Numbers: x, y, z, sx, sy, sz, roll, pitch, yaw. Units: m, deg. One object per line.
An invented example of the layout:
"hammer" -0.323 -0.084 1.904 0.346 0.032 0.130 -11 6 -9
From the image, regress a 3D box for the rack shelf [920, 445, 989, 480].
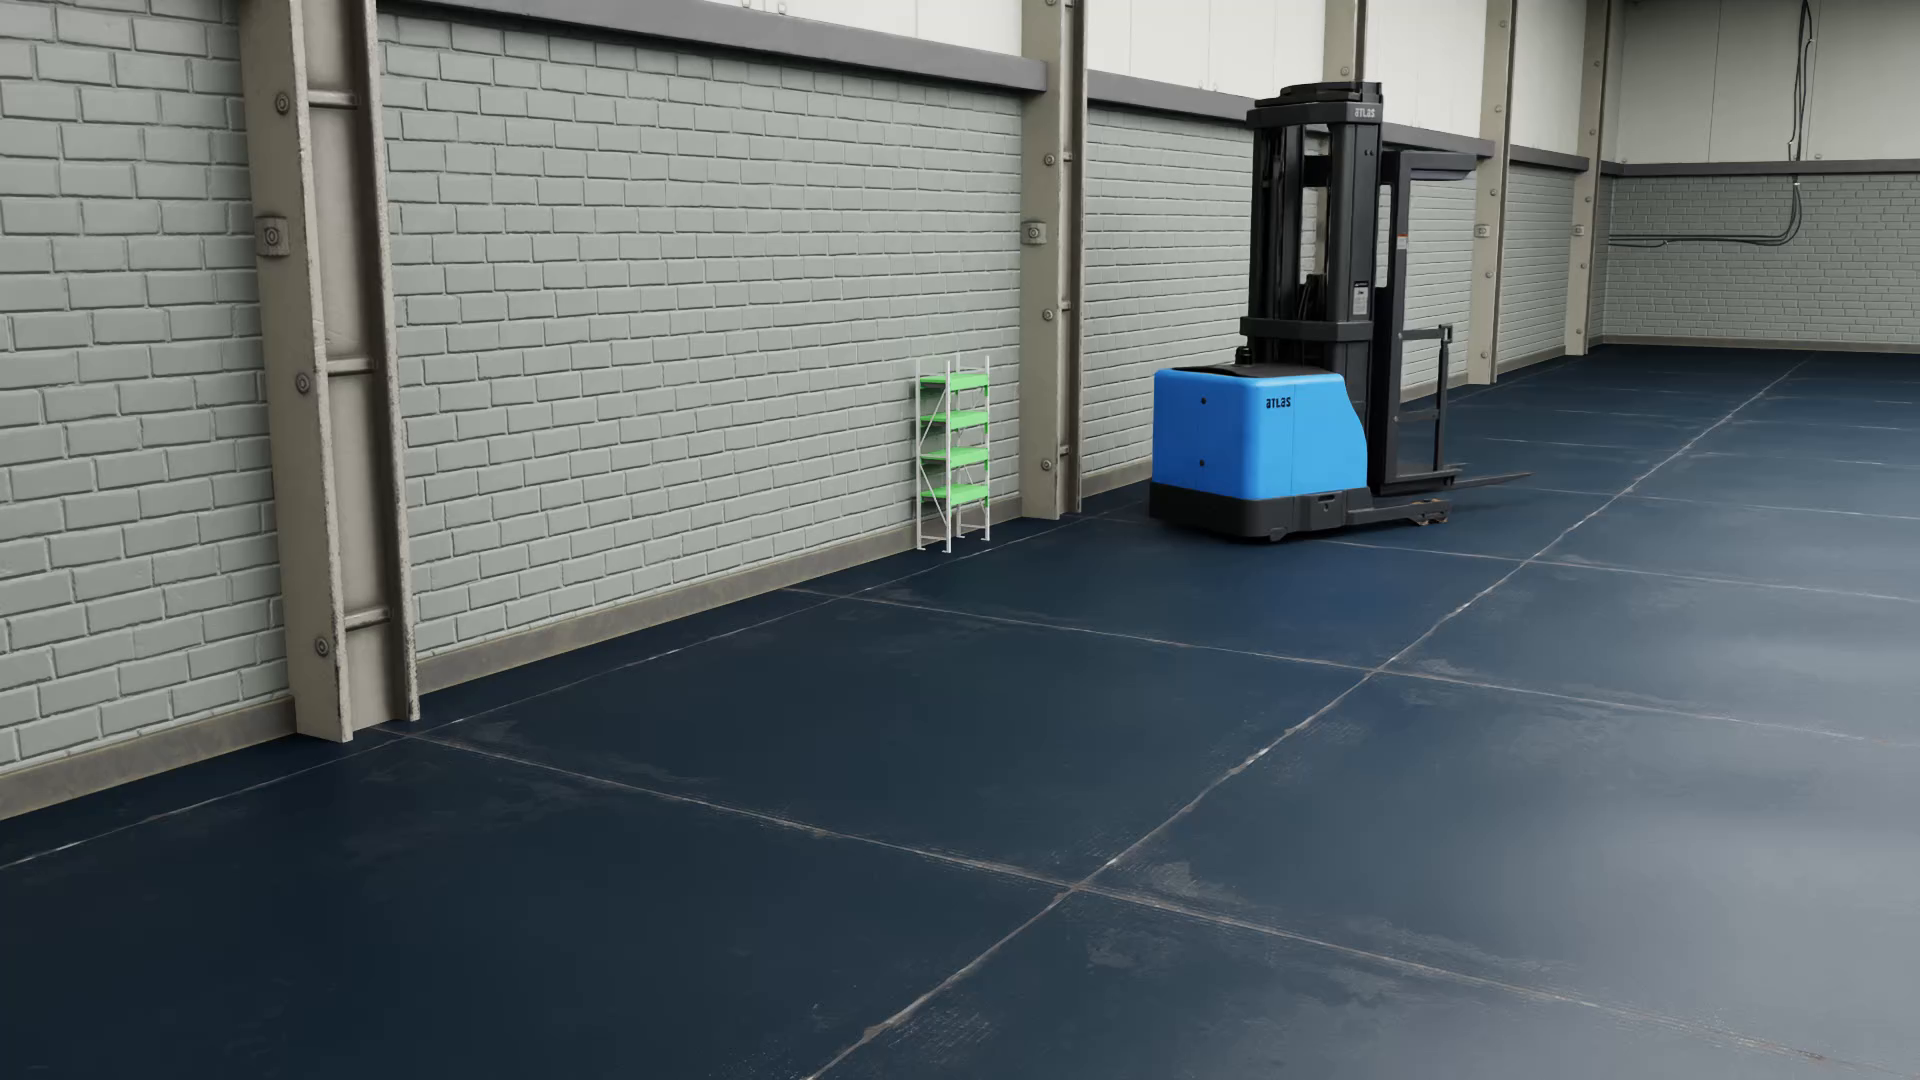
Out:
"rack shelf" -0.043 -0.497 10.607 0.258 0.148 0.480 6 12 30

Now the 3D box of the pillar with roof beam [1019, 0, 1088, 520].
"pillar with roof beam" 4.320 -4.199 8.841 9.100 9.000 0.400 6 12 31

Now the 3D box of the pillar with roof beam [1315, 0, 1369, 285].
"pillar with roof beam" 7.435 -5.142 13.881 9.100 9.000 0.400 6 12 31

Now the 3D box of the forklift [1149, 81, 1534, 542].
"forklift" 2.801 -1.613 11.520 3.031 2.935 1.130 -7 13 -33

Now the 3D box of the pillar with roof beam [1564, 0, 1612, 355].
"pillar with roof beam" 13.666 -7.029 23.962 9.100 9.000 0.400 6 12 31

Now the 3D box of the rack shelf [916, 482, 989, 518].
"rack shelf" -0.042 -0.261 10.650 0.258 0.148 0.480 6 12 30

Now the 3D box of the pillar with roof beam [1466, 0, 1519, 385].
"pillar with roof beam" 10.550 -6.086 18.922 9.100 9.000 0.400 6 12 31

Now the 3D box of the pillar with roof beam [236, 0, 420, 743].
"pillar with roof beam" 1.205 -3.255 3.801 9.100 9.000 0.400 6 12 31

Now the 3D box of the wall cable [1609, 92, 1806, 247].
"wall cable" 12.646 -6.251 28.245 3.097 2.526 0.112 6 12 31

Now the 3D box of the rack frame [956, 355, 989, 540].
"rack frame" 0.081 -0.598 10.801 0.240 1.200 0.015 6 12 30

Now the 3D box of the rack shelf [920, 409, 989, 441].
"rack shelf" -0.044 -0.733 10.563 0.258 0.148 0.480 6 12 30

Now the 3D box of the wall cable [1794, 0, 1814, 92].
"wall cable" 14.958 -8.475 26.400 3.097 2.526 0.112 6 12 31

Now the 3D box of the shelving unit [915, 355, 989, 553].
"shelving unit" -0.044 -0.560 10.595 0.258 1.200 0.503 6 12 30

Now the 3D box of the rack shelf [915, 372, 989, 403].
"rack shelf" -0.045 -0.969 10.519 0.258 0.148 0.480 6 12 30

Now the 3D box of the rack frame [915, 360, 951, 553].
"rack frame" -0.168 -0.521 10.389 0.240 1.200 0.015 6 12 30
